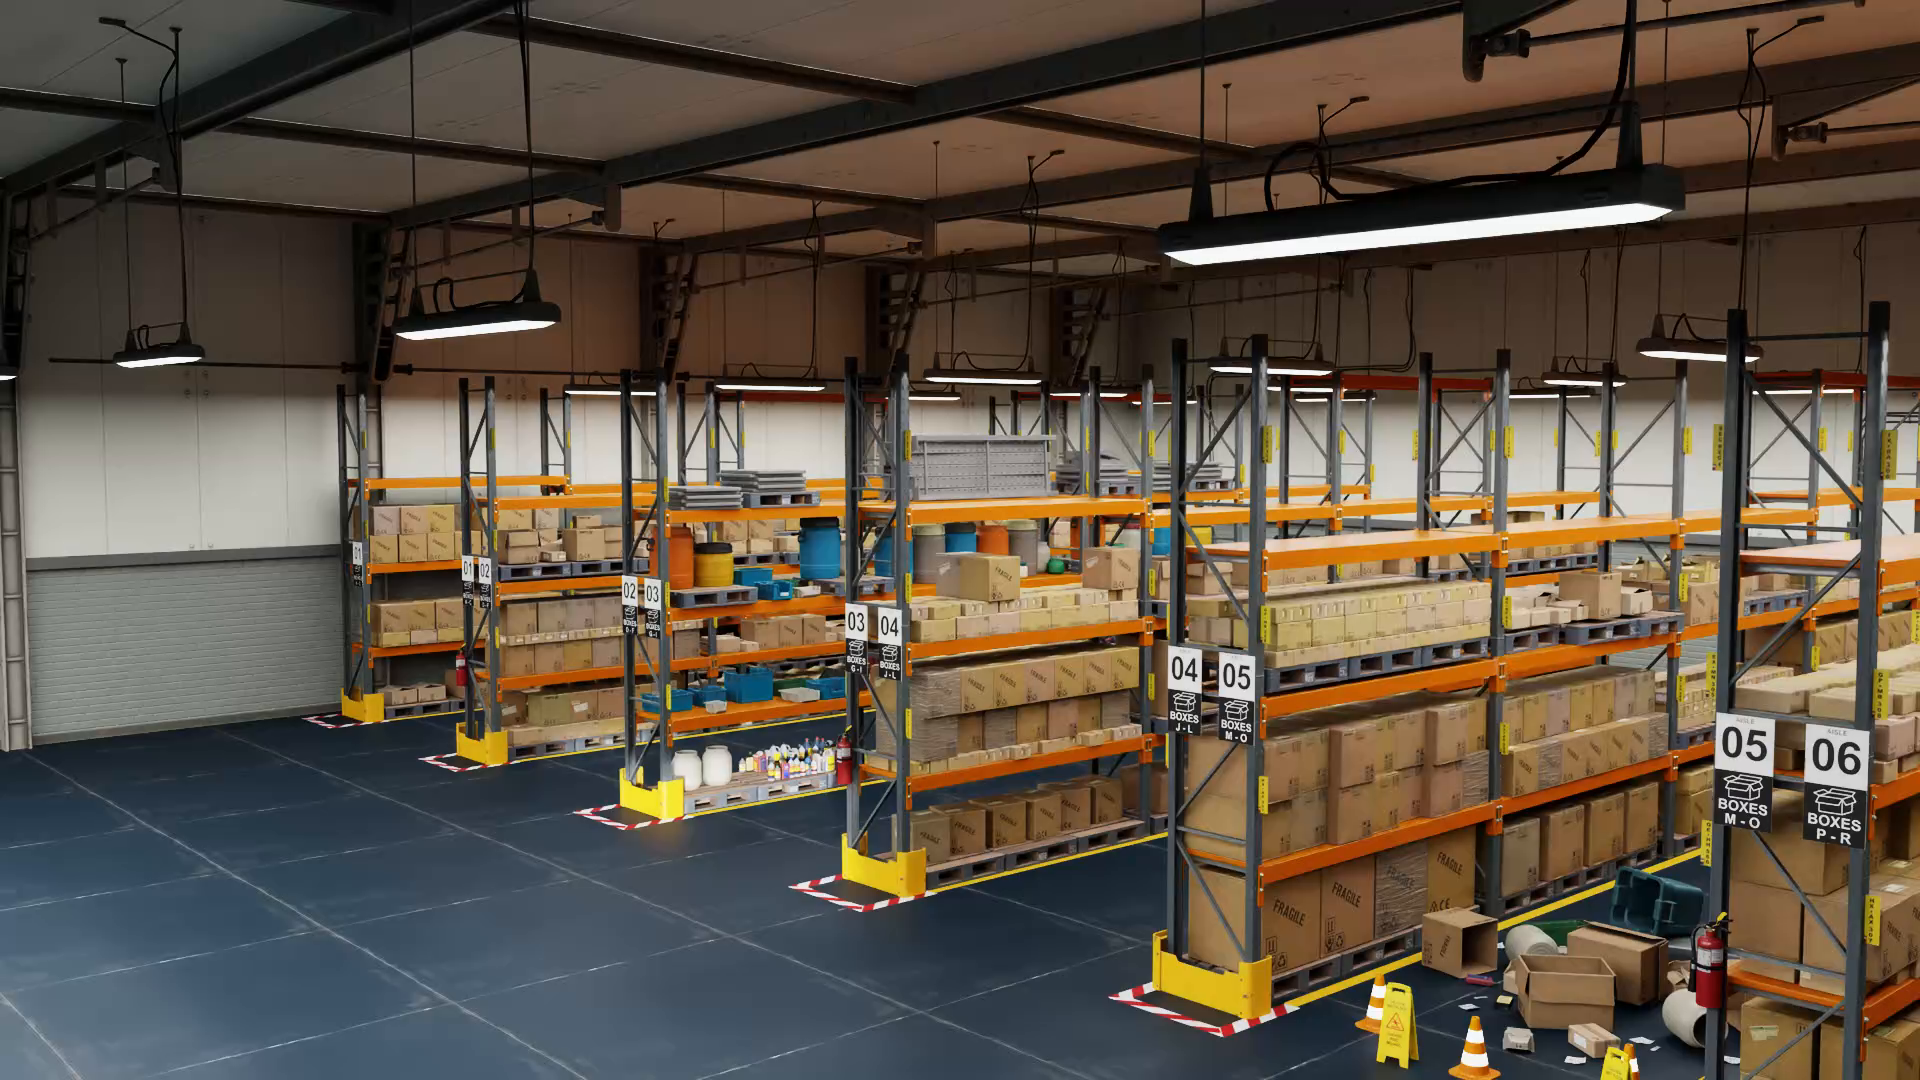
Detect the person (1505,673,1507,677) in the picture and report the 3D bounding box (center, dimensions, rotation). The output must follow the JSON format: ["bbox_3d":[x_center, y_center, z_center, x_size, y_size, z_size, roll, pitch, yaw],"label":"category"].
[{"bbox_3d":[7.975,2.684,24.596,0.761,1.725,0.680,-2,4,-31],"label":"person"}]

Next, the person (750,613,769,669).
[{"bbox_3d":[-3.864,2.194,32.445,0.668,1.711,1.000,2,4,28],"label":"person"}]
